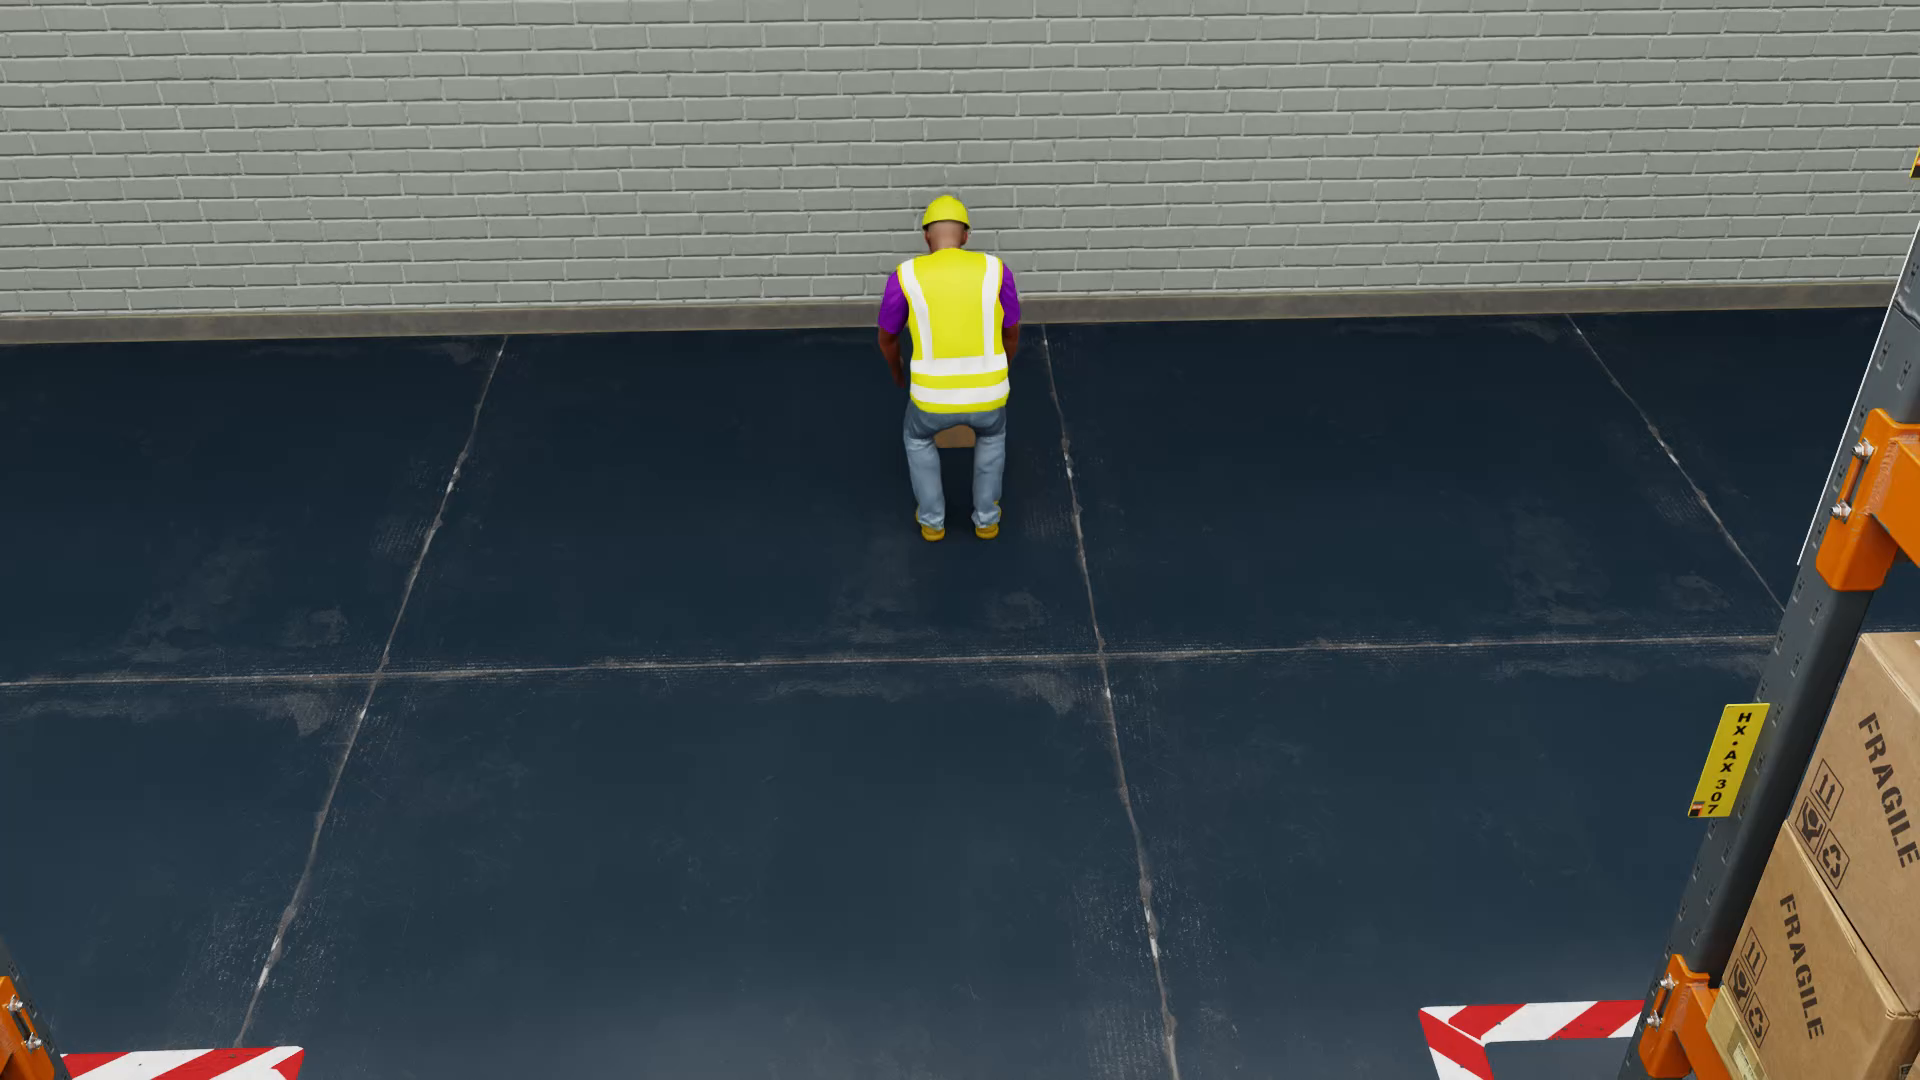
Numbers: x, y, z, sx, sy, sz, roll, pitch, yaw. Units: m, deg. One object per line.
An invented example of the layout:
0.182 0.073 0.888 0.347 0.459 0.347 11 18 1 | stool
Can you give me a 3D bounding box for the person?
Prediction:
-0.047 -0.723 7.373 0.627 1.517 0.687 -1 35 -2 | person
